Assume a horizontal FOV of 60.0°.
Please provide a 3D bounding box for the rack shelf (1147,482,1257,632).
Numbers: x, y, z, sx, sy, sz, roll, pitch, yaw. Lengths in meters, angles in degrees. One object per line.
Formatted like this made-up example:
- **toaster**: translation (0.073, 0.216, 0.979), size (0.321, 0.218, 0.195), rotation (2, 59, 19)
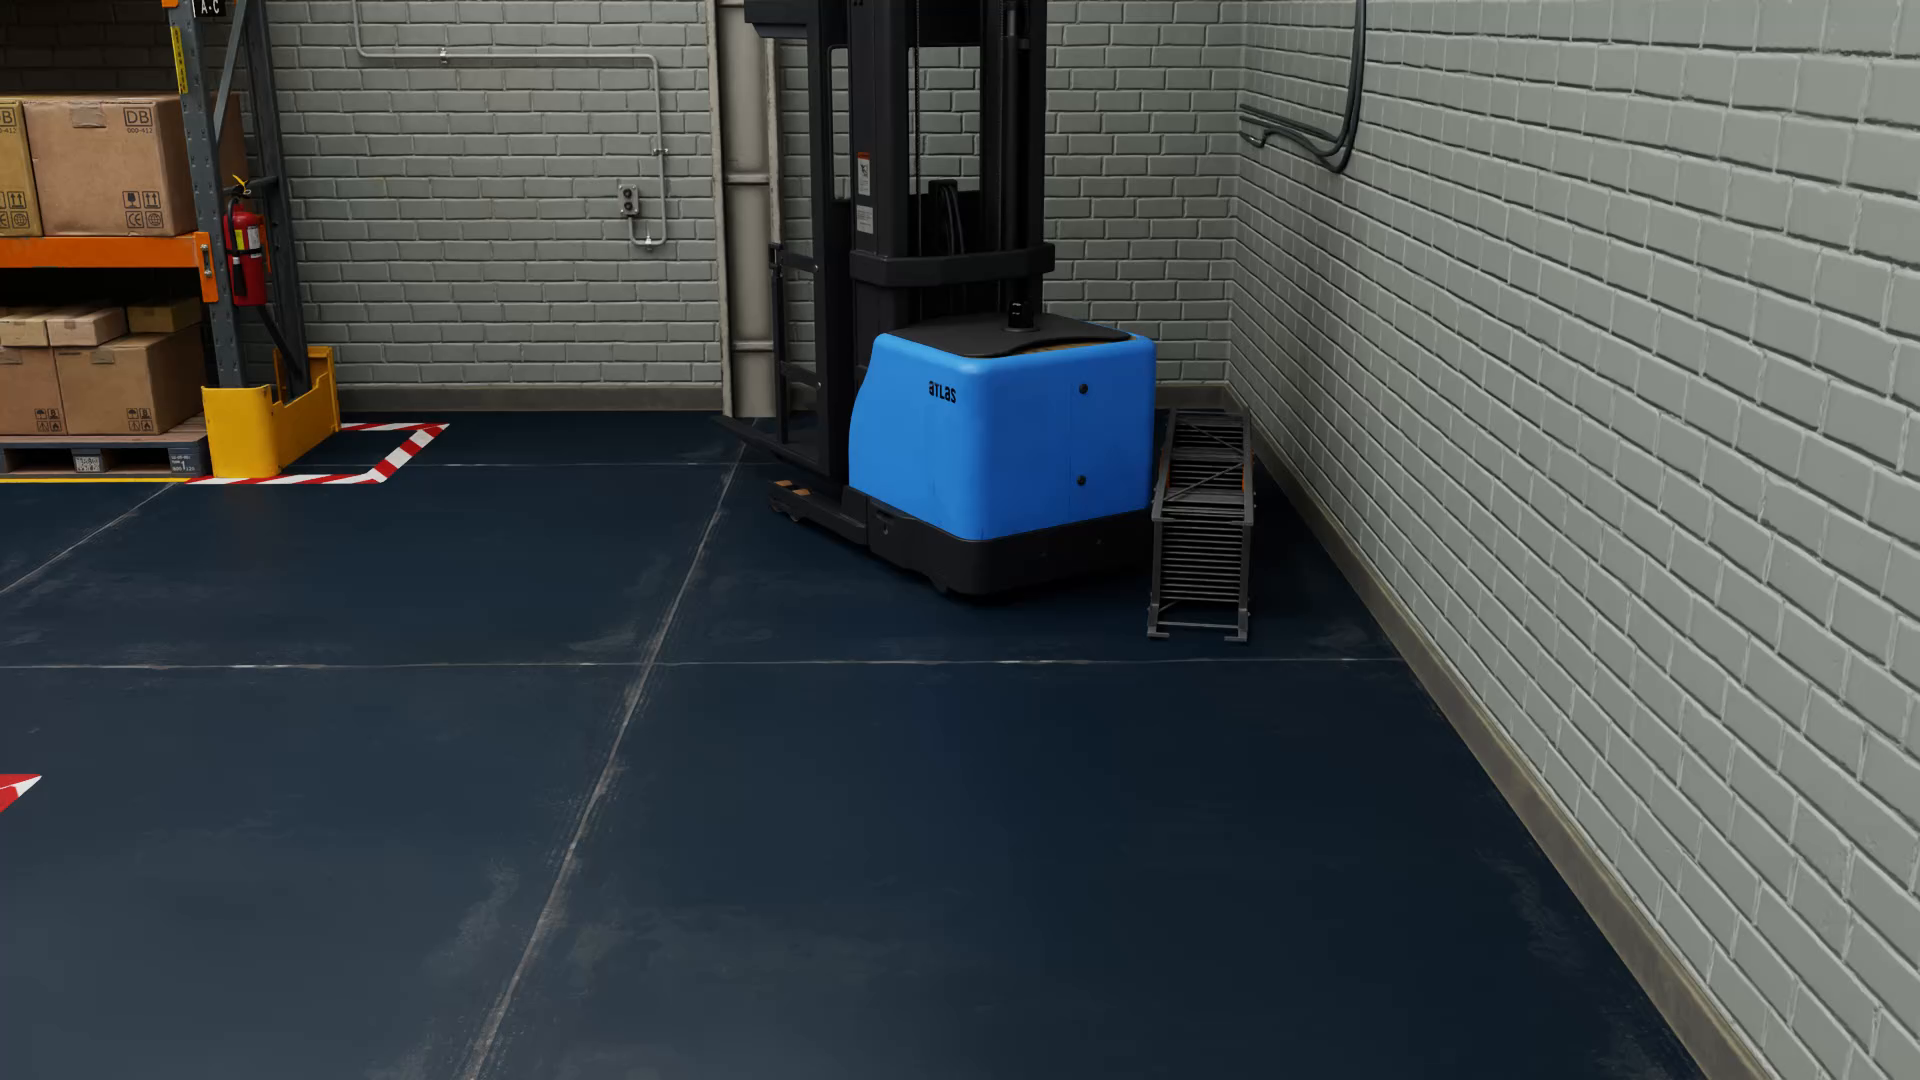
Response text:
- **rack shelf**: translation (1.012, 0.063, 6.976), size (0.431, 0.480, 0.518), rotation (3, 17, 9)

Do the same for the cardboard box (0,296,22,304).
- **cardboard box**: translation (-5.554, -1.284, 9.484), size (0.250, 0.149, 0.380), rotation (0, 18, 0)

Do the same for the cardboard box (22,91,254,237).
- **cardboard box**: translation (-4.476, -2.081, 9.132), size (0.700, 0.700, 0.980), rotation (1, 18, 2)

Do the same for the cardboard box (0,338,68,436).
- **cardboard box**: translation (-5.165, -0.917, 9.399), size (0.500, 0.500, 0.700), rotation (0, 18, -1)

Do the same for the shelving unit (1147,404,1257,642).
- **shelving unit**: translation (1.125, -0.147, 7.649), size (0.431, 0.503, 2.100), rotation (3, 17, 9)

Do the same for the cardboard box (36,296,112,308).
- **cardboard box**: translation (-5.049, -1.287, 9.492), size (0.250, 0.149, 0.380), rotation (0, 18, -1)

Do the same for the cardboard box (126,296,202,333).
- **cardboard box**: translation (-4.542, -1.290, 9.500), size (0.250, 0.149, 0.380), rotation (0, 18, 0)

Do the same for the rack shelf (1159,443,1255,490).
- **rack shelf**: translation (1.123, -0.143, 7.636), size (0.431, 0.480, 0.518), rotation (3, 17, 9)

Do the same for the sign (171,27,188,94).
- **sign**: translation (-3.971, -2.442, 8.465), size (0.005, 0.325, 0.100), rotation (0, 18, -1)

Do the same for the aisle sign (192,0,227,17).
- **aisle sign**: translation (-3.889, -3.090, 8.513), size (0.004, 0.787, 0.394), rotation (0, 18, -1)

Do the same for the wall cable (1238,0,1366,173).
- **wall cable**: translation (1.695, -3.240, 8.498), size (0.112, 2.526, 3.097), rotation (0, 18, -1)

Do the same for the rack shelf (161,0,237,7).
- **rack shelf**: translation (-5.966, -3.019, 8.817), size (4.000, 0.370, 1.077), rotation (0, 18, -1)

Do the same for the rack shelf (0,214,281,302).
- **rack shelf**: translation (-5.966, -1.591, 9.275), size (4.000, 0.370, 1.077), rotation (0, 18, -1)

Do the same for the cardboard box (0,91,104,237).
- **cardboard box**: translation (-5.203, -2.074, 9.110), size (0.700, 0.700, 0.980), rotation (0, 18, -1)

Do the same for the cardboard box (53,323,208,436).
- **cardboard box**: translation (-4.664, -0.919, 9.407), size (0.500, 0.500, 0.700), rotation (0, 18, -1)

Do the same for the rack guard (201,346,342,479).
- **rack guard**: translation (-3.942, -0.753, 9.577), size (0.348, 0.500, 1.175), rotation (0, 18, -1)

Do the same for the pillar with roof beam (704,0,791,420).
- **pillar with roof beam**: translation (-1.212, -3.762, 5.044), size (0.400, 9.000, 9.100), rotation (0, 18, -1)

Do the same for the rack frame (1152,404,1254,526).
- **rack frame**: translation (1.125, -0.380, 7.576), size (0.400, 0.015, 2.100), rotation (3, 17, 9)

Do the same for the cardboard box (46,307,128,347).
- **cardboard box**: translation (-4.790, -1.172, 9.132), size (0.250, 0.149, 0.380), rotation (0, 18, -2)

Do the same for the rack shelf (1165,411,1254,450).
- **rack shelf**: translation (1.233, -0.348, 8.296), size (0.431, 0.480, 0.518), rotation (3, 17, 9)

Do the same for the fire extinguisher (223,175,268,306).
- **fire extinguisher**: translation (-3.808, -1.589, 8.827), size (0.183, 0.674, 0.296), rotation (0, 18, -1)

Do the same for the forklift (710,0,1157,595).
- **forklift**: translation (-0.336, -1.556, 8.099), size (1.130, 2.935, 3.031), rotation (-11, 21, -31)

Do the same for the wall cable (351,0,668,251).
- **wall cable**: translation (-2.701, -2.722, 9.960), size (1.851, 1.984, 0.084), rotation (0, 18, -1)

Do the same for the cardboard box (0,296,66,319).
- **cardboard box**: translation (-5.299, -1.286, 9.488), size (0.250, 0.149, 0.380), rotation (0, 18, 0)

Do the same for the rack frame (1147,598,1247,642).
- **rack frame**: translation (1.124, 0.086, 7.721), size (0.400, 0.015, 2.100), rotation (3, 17, 9)

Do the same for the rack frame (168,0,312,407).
- **rack frame**: translation (-3.966, -1.943, 9.195), size (0.127, 3.000, 1.000), rotation (0, 18, -1)

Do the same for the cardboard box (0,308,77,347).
- **cardboard box**: translation (-5.045, -1.170, 9.128), size (0.250, 0.149, 0.380), rotation (0, 18, 1)

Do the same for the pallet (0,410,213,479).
- **pallet**: translation (-4.764, -0.588, 9.534), size (1.213, 0.211, 1.003), rotation (0, 18, -1)
